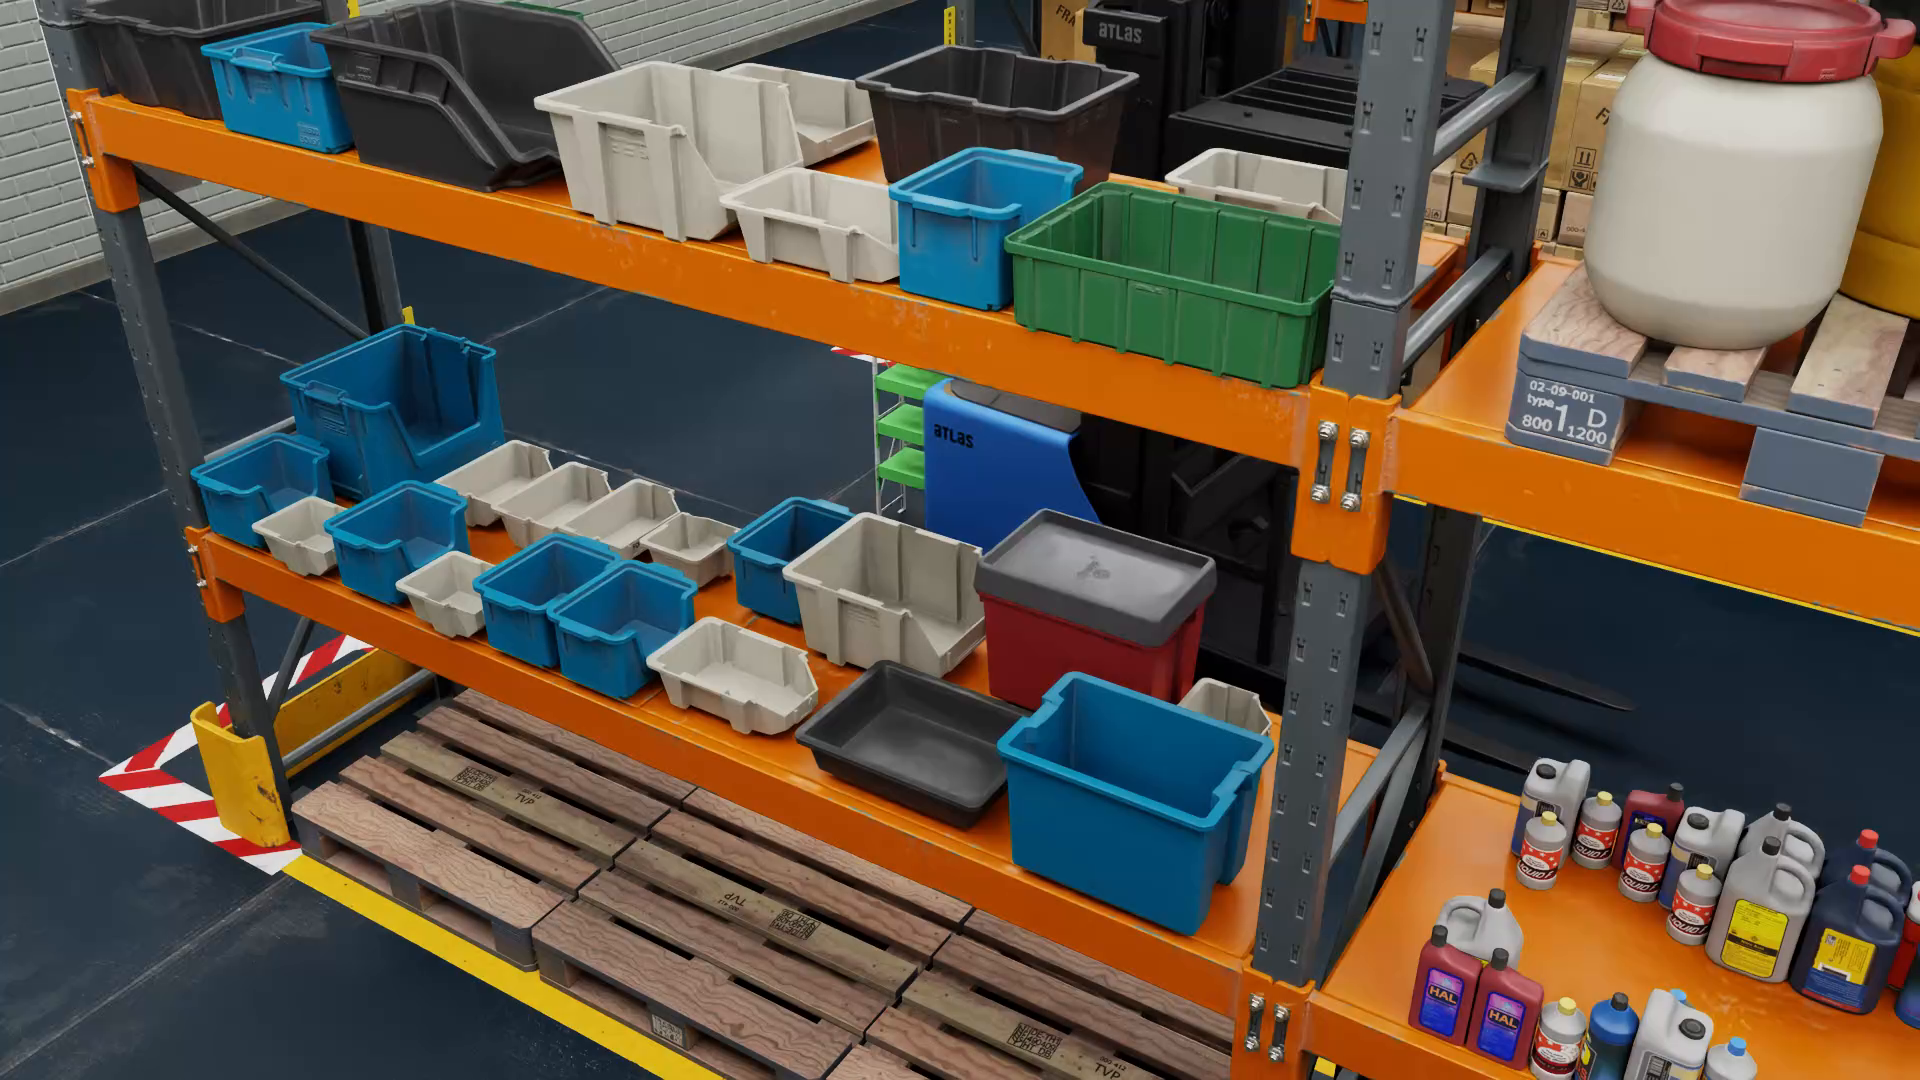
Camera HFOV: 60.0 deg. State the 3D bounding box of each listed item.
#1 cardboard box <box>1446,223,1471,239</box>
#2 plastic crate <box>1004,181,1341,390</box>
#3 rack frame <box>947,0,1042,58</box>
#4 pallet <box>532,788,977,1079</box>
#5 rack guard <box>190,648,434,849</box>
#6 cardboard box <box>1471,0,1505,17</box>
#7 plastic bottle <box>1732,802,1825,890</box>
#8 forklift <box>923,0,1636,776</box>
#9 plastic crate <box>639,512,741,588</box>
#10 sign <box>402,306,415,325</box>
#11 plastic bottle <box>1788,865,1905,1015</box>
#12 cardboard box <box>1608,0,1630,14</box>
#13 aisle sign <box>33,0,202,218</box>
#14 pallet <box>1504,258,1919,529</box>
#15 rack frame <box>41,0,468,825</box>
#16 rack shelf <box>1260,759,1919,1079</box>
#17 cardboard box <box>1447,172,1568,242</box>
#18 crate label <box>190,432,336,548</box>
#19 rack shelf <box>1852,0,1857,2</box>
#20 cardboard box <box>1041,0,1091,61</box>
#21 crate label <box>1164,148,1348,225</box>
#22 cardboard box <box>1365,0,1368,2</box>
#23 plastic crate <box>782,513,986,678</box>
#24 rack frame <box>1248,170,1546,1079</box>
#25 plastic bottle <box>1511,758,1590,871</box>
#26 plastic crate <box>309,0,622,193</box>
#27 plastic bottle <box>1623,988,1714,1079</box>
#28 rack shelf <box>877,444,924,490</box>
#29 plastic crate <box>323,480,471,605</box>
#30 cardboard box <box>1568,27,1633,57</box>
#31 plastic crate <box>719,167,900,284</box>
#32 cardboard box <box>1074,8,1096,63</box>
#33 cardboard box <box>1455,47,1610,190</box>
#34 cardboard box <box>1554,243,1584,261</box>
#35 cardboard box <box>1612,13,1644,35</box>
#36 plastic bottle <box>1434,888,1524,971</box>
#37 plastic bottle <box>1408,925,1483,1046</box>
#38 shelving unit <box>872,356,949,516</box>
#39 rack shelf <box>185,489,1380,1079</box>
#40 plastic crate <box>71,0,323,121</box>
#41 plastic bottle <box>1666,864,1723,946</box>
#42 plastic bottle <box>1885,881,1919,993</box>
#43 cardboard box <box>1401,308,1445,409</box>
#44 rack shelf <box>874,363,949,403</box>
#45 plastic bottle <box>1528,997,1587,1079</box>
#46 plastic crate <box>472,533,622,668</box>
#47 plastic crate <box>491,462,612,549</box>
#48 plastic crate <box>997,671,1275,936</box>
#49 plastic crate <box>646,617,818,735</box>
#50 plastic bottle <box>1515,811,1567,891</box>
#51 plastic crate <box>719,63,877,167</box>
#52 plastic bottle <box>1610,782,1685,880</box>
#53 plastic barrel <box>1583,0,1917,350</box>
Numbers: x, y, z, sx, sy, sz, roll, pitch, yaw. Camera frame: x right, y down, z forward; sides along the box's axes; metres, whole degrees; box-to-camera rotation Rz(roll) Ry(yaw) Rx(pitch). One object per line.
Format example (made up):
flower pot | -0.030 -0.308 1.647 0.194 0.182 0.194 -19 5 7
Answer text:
cardboard box | 2.547 -1.498 8.091 0.250 0.149 0.380 18 35 28
plastic crate | 0.480 -0.533 3.420 0.662 0.188 0.450 18 35 27
rack frame | 0.245 -2.530 9.610 0.127 3.000 1.000 18 35 27
pallet | -0.681 1.353 5.721 1.213 0.211 1.003 18 35 27
rack guard | -2.415 0.663 6.618 0.348 0.500 1.175 18 35 27
cardboard box | 4.014 -4.045 12.456 0.250 0.149 0.380 17 34 27
plastic bottle | 1.952 0.784 3.979 0.185 0.351 0.144 18 35 27
forklift | 1.306 -0.739 6.608 3.031 2.935 1.130 21 36 31
plastic crate | -0.854 0.033 5.419 0.250 0.136 0.298 18 35 27
sign | -2.109 -0.726 6.355 0.005 0.325 0.100 18 35 27
plastic bottle | 2.032 0.895 3.789 0.185 0.351 0.144 18 35 27
cardboard box | 4.936 -4.002 11.739 0.500 0.500 0.500 17 34 27
aisle sign | -2.607 -1.431 5.147 0.004 0.787 0.394 18 35 27
pallet | 1.716 -0.390 3.153 1.003 0.211 1.213 18 35 27
rack frame | -2.388 -0.416 5.986 0.127 3.000 1.000 18 35 27
rack shelf | 2.694 1.502 3.412 4.000 0.370 1.077 18 35 27
cardboard box | 2.680 -1.666 7.982 0.500 0.250 0.500 19 35 29
crate label | -2.354 -0.163 5.659 0.303 0.233 0.416 18 35 27
rack shelf | 5.327 -1.907 6.280 4.000 0.370 1.077 18 35 27
cardboard box | 0.797 -2.899 9.352 0.500 0.500 0.500 18 35 28
crate label | 0.739 -0.781 3.896 0.466 0.136 0.293 18 35 27
cardboard box | 3.305 -4.234 12.780 0.250 0.149 0.380 19 35 29
plastic crate | -0.196 0.193 5.000 0.530 0.282 0.437 18 35 27
rack frame | 1.000 0.656 4.149 0.127 3.000 1.000 18 35 27
plastic bottle | 1.506 0.677 4.236 0.135 0.276 0.152 18 35 27
plastic crate | -1.240 -1.158 4.343 0.767 0.338 0.504 18 35 27
plastic bottle | 1.499 1.094 3.521 0.135 0.276 0.152 18 35 27
rack shelf | -0.140 -0.300 8.177 0.480 0.148 0.258 18 35 27
plastic crate | -1.796 0.013 5.357 0.300 0.233 0.416 18 35 27
cardboard box | 2.950 -2.219 8.186 0.500 0.500 0.500 18 35 27
plastic crate | -0.280 -0.704 3.766 0.466 0.136 0.293 18 35 27
cardboard box | 0.932 -2.540 8.736 0.500 0.500 0.500 17 34 26
cardboard box | 2.679 -1.991 7.795 0.500 0.500 0.500 18 35 28
cardboard box | 2.982 -1.361 7.855 0.250 0.149 0.380 18 35 28
cardboard box | 4.880 -3.766 11.979 0.250 0.149 0.380 17 34 27
plastic bottle | 1.160 0.920 3.745 0.185 0.351 0.144 18 35 27
plastic bottle | 1.084 0.986 3.698 0.133 0.283 0.061 18 35 27
shelving unit | -0.140 -0.563 8.024 0.503 1.200 0.258 18 35 27
rack shelf | -0.694 0.431 5.249 4.000 0.370 1.077 18 35 27
plastic crate | -2.210 -1.433 4.883 0.590 0.269 0.497 18 35 27
plastic bottle | 1.764 0.865 3.987 0.097 0.201 0.097 0 30 0
plastic bottle | 2.242 0.910 3.837 0.135 0.276 0.152 18 35 27
cardboard box | 2.354 -1.174 8.977 0.875 0.875 0.875 18 35 27
rack shelf | -0.140 -0.715 7.935 0.480 0.148 0.258 18 35 27
plastic bottle | 1.304 1.081 3.618 0.097 0.201 0.097 0 30 0
plastic crate | -1.239 0.190 5.054 0.300 0.233 0.416 18 35 27
plastic crate | -1.363 -0.103 5.652 0.243 0.136 0.396 18 35 27
plastic crate | 0.423 0.657 4.103 0.575 0.384 0.392 18 35 27
plastic crate | -0.635 0.405 4.780 0.466 0.136 0.293 18 35 27
plastic bottle | 1.455 0.767 4.155 0.097 0.201 0.097 0 30 0
plastic crate | -0.506 -1.150 4.529 0.530 0.136 0.437 18 35 27
plastic bottle | 1.726 0.716 4.161 0.133 0.283 0.061 18 35 27
plastic barrel | 1.312 -0.632 2.828 0.433 0.535 0.433 0 30 0
